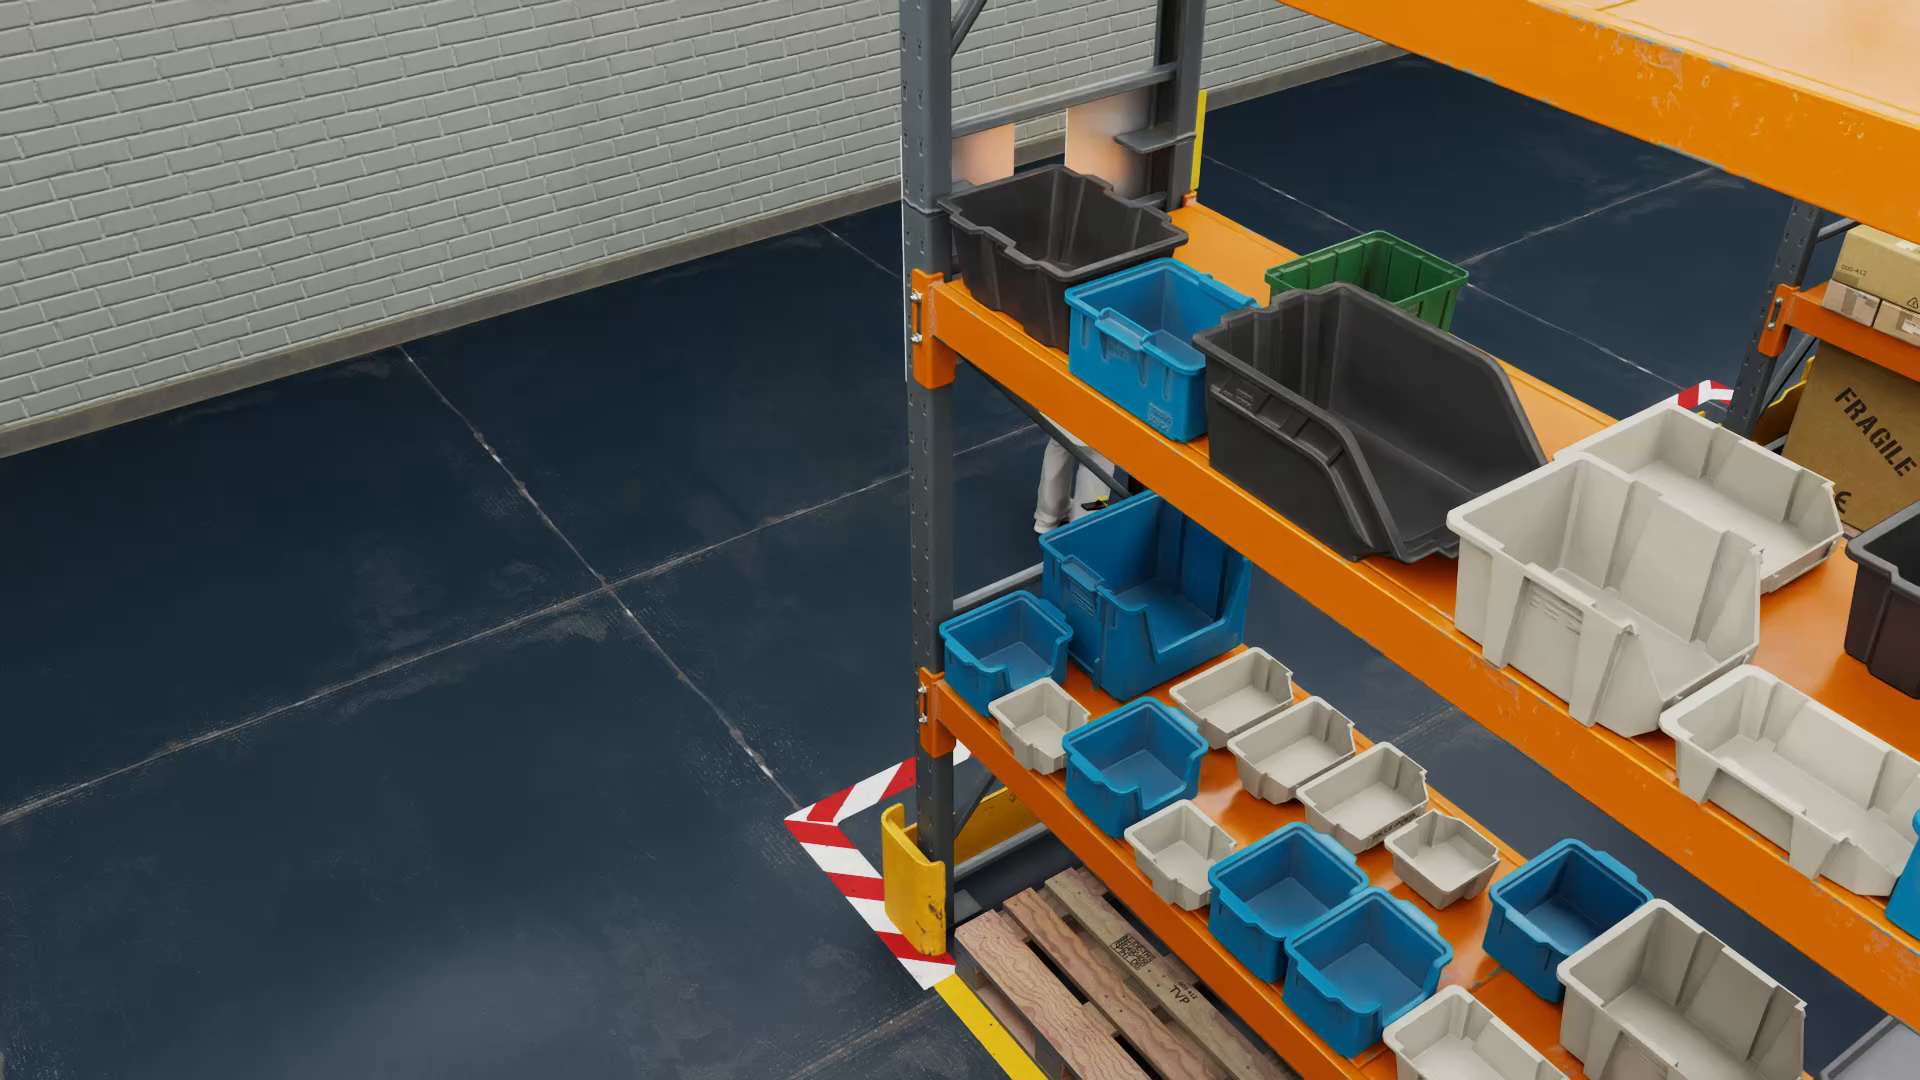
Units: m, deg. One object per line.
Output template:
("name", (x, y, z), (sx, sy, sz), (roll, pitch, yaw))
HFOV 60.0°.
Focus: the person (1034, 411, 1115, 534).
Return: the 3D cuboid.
("person", (0.644, -0.780, 8.100), (0.562, 1.769, 0.527), (-22, 41, -28))
